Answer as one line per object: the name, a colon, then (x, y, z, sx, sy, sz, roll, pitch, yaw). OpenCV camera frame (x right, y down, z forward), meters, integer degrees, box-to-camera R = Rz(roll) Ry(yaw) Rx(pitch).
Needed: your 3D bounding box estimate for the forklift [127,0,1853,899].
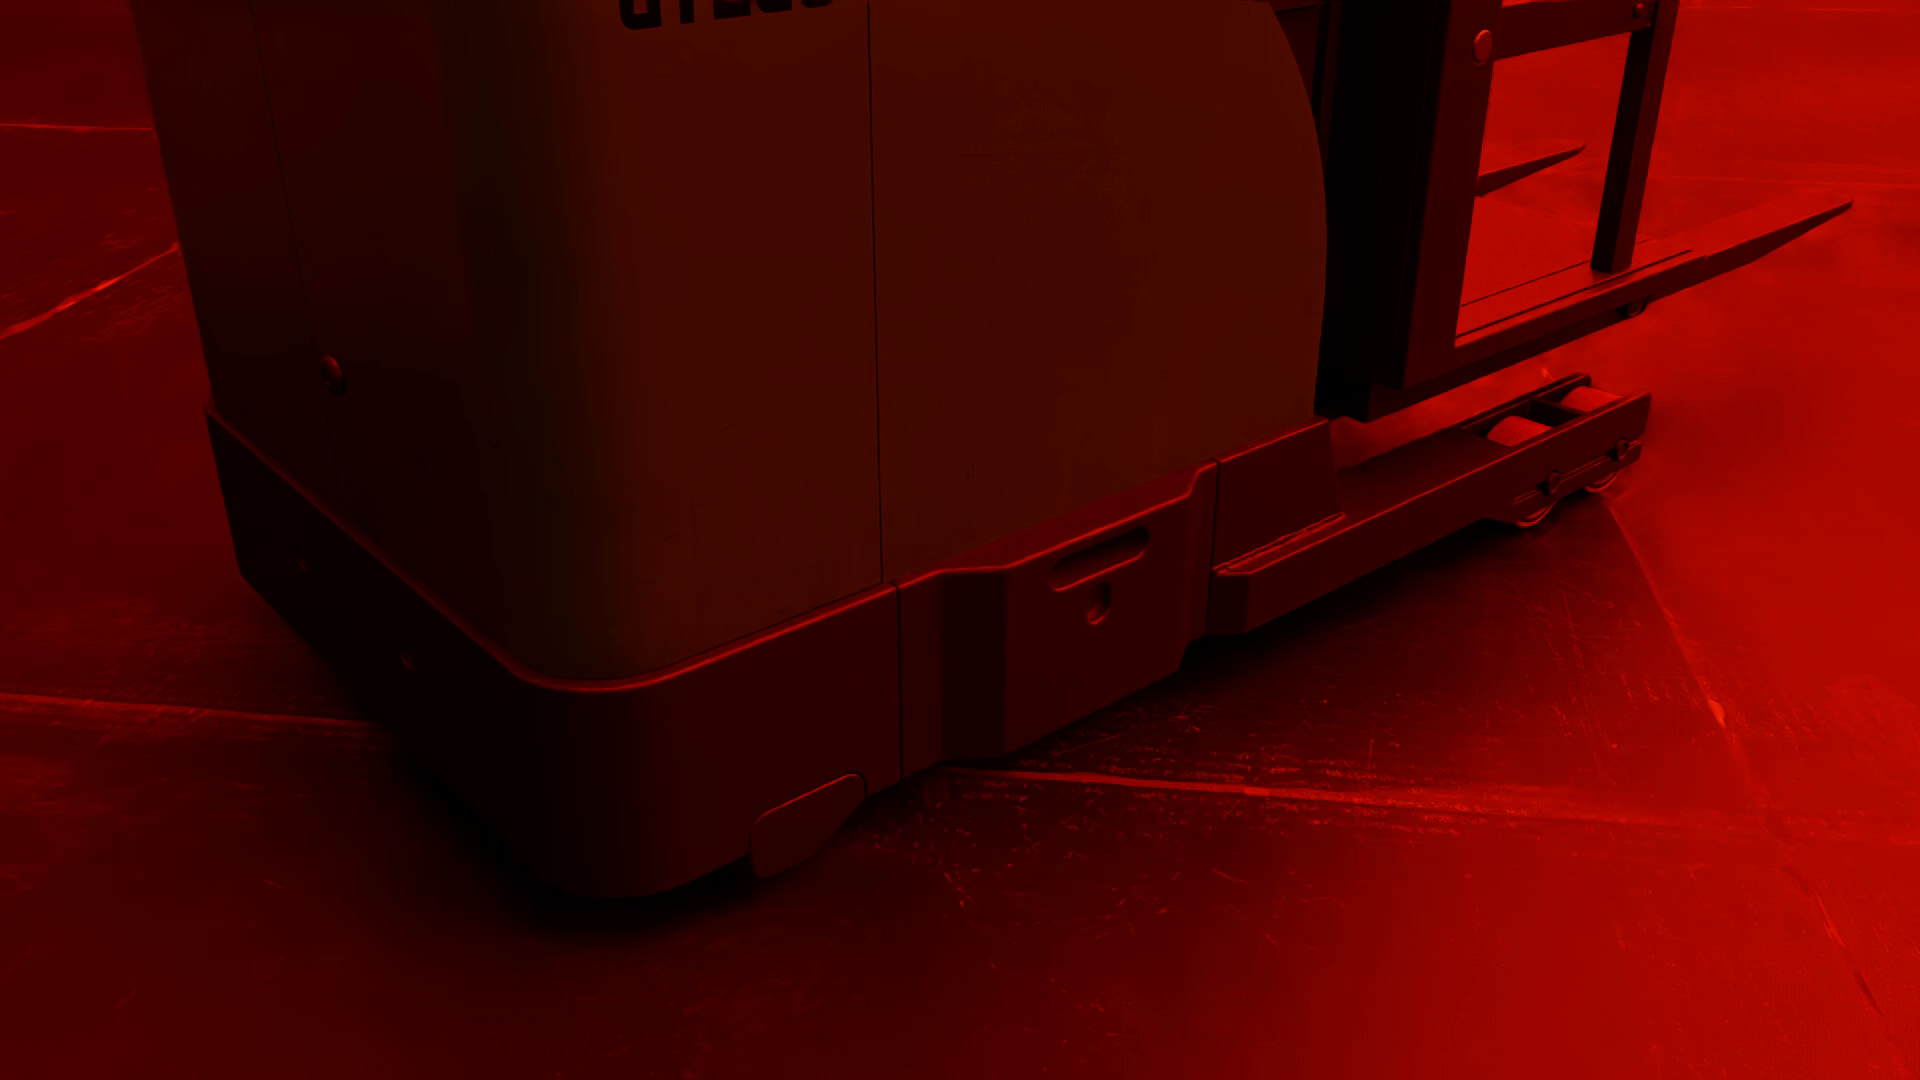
forklift: (0.462, -1.491, 2.205, 3.031, 2.935, 1.130, -21, 33, -35)
